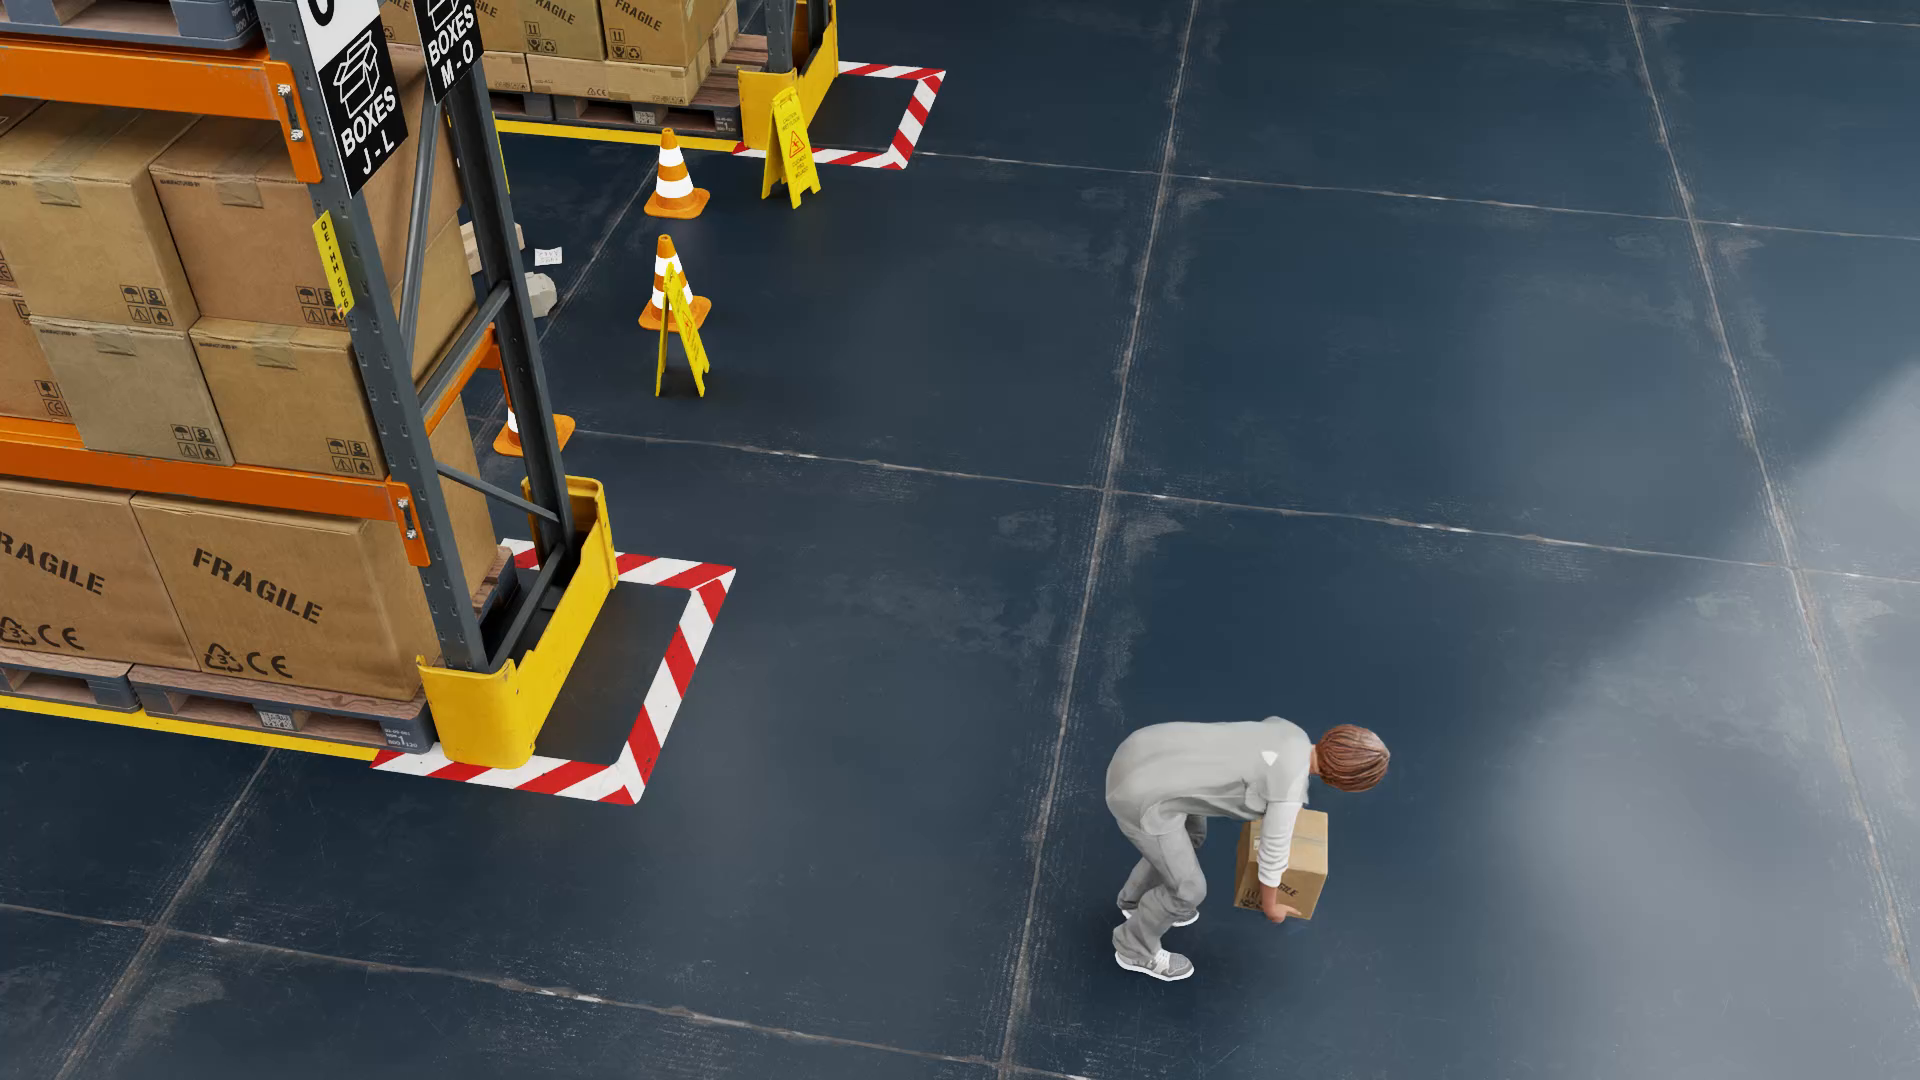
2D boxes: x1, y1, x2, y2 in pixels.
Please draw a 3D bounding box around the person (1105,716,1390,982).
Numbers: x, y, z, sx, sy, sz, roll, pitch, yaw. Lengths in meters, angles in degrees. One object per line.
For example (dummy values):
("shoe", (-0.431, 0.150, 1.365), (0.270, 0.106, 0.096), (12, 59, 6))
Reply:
("person", (0.881, 0.989, 5.386), (0.848, 1.136, 0.385), (6, 41, 6))
